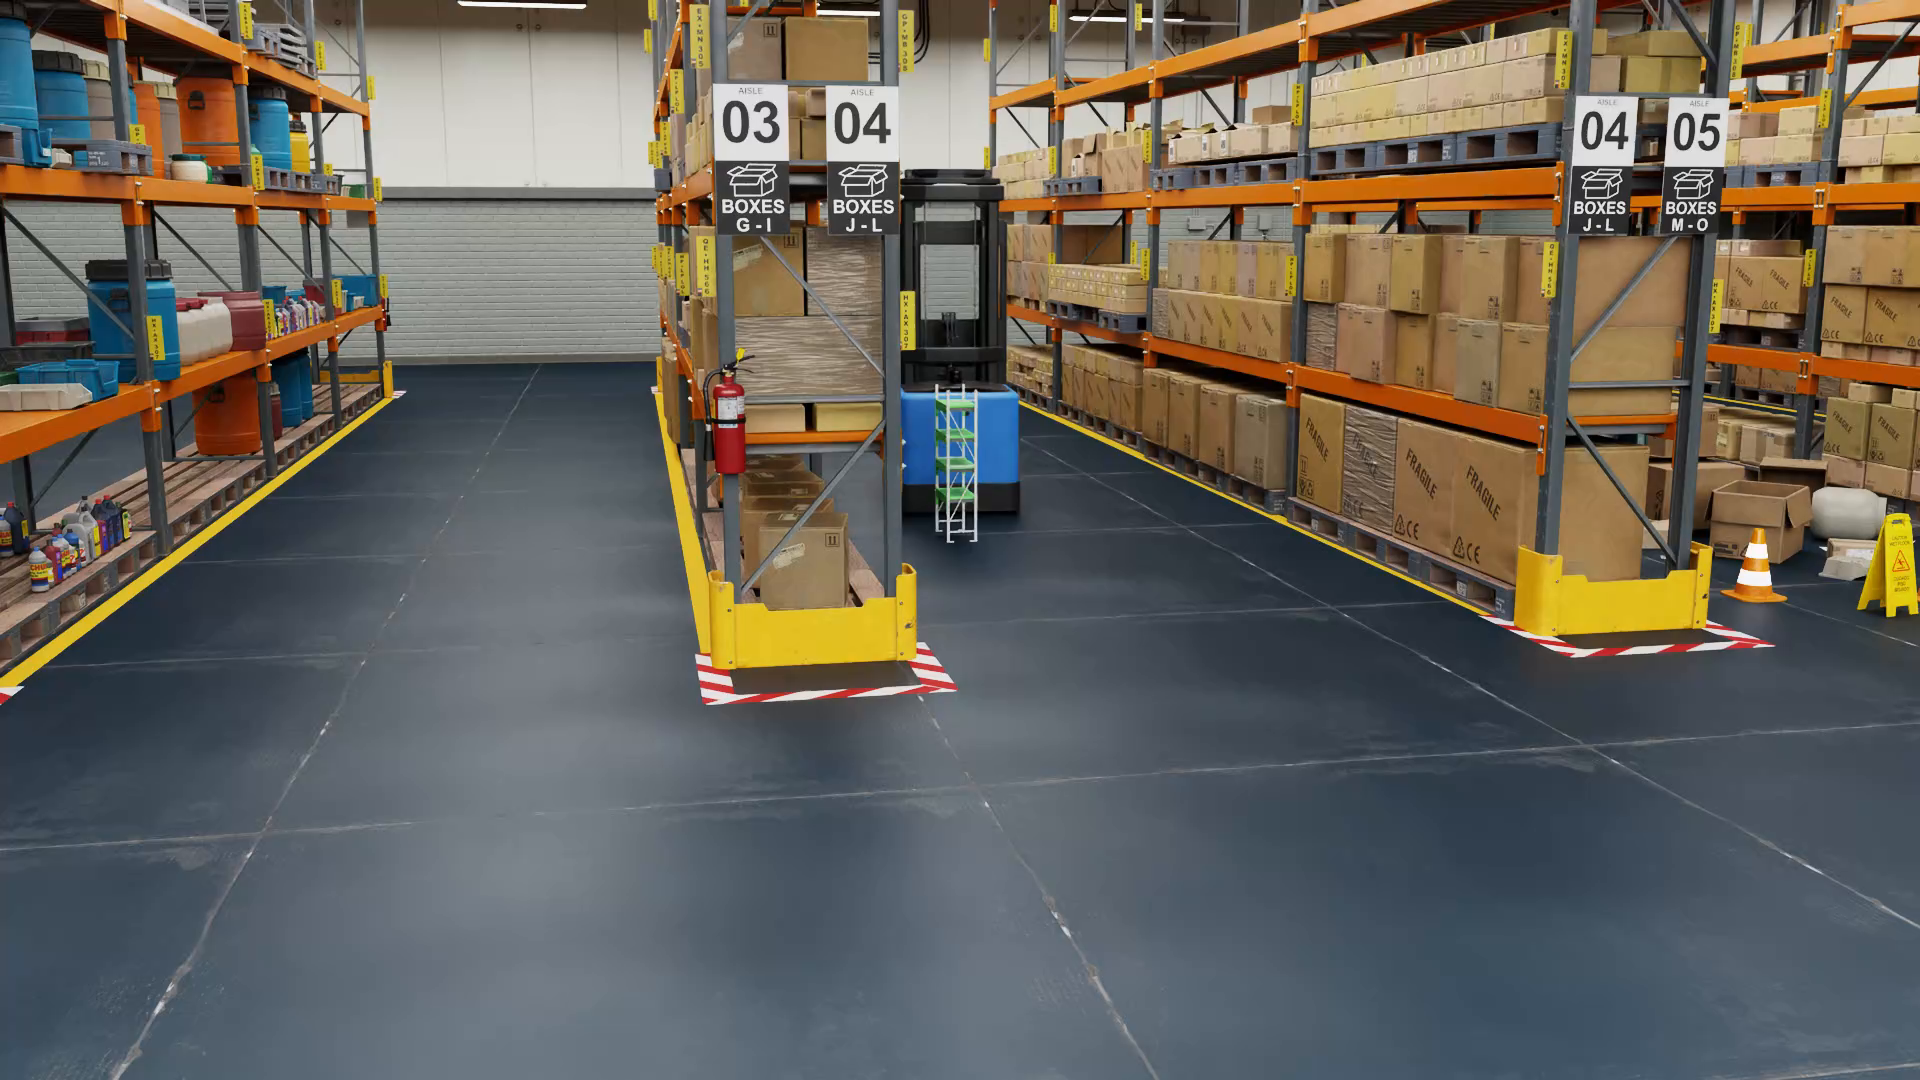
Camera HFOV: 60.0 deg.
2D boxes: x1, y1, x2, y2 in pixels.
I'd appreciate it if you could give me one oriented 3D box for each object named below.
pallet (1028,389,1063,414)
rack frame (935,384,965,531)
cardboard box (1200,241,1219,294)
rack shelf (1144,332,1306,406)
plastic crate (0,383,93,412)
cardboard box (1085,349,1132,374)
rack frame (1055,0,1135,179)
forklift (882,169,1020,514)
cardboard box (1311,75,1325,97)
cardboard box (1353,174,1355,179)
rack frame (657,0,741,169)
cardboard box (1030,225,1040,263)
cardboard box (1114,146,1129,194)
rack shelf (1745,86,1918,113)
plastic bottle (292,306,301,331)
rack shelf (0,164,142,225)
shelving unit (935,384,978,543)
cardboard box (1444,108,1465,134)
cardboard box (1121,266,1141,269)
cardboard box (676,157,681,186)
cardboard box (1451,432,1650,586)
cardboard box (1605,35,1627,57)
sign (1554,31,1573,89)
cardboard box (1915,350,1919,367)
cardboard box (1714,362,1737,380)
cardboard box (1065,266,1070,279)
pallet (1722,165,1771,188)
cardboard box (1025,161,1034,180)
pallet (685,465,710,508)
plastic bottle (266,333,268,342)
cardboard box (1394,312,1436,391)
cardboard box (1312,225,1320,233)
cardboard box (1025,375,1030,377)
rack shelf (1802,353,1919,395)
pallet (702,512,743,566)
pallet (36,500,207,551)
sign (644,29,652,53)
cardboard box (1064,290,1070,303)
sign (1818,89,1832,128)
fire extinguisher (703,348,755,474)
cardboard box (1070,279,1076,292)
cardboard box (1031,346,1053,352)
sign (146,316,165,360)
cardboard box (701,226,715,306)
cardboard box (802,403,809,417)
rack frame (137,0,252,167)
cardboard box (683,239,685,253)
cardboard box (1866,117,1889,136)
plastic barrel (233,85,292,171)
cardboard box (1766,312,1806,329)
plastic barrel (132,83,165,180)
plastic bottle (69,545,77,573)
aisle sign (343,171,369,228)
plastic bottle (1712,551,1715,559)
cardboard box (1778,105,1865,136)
[{"bbox_3d":[1.553,-1.896,22.593,1.003,0.211,1.213,-2,11,-11],"label":"pallet"},{"bbox_3d":[-0.080,-0.665,13.479,0.240,1.200,0.015,-2,11,-11],"label":"rack frame"},{"bbox_3d":[2.776,-2.681,16.319,0.700,0.500,0.500,-2,11,-12],"label":"cardboard box"},{"bbox_3d":[2.885,-1.690,15.977,1.077,0.370,4.000,-2,11,-11],"label":"rack shelf"},{"bbox_3d":[-5.905,-0.917,10.695,0.530,0.136,0.437,-2,11,-11],"label":"plastic crate"},{"bbox_3d":[1.804,-2.154,20.049,0.500,0.250,0.500,-2,11,-9],"label":"cardboard box"},{"bbox_3d":[1.719,-6.091,21.131,1.000,3.000,0.127,-2,11,-11],"label":"rack frame"},{"bbox_3d":[-0.147,-1.888,15.277,1.130,2.935,3.031,-1,11,-6],"label":"forklift"},{"bbox_3d":[3.012,-3.595,13.187,0.380,0.149,0.250,-2,11,-10],"label":"cardboard box"},{"bbox_3d":[6.021,-5.479,24.280,0.500,0.500,0.500,-2,11,-10],"label":"cardboard box"},{"bbox_3d":[-3.166,-5.929,20.281,1.000,3.000,0.127,-2,11,-11],"label":"rack frame"},{"bbox_3d":[1.256,-4.001,22.460,0.500,0.500,0.500,-2,11,-13],"label":"cardboard box"},{"bbox_3d":[2.026,-4.120,18.529,0.500,0.500,0.500,-2,11,-11],"label":"cardboard box"},{"bbox_3d":[11.812,-5.554,21.303,1.077,0.370,4.000,-2,11,-11],"label":"rack shelf"},{"bbox_3d":[-7.391,-2.454,18.398,0.152,0.276,0.135,-2,11,-11],"label":"plastic bottle"},{"bbox_3d":[-6.080,-2.088,10.046,1.077,0.370,4.000,-2,11,-11],"label":"rack shelf"},{"bbox_3d":[-0.032,-0.620,13.244,0.258,1.200,0.503,-2,11,-11],"label":"shelving unit"},{"bbox_3d":[3.457,-2.784,11.060,0.380,0.149,0.250,-2,11,-12],"label":"cardboard box"},{"bbox_3d":[2.185,-3.262,20.272,0.380,0.149,0.250,-2,11,-13],"label":"cardboard box"},{"bbox_3d":[-2.338,-3.365,15.231,0.500,0.250,0.500,-2,11,-10],"label":"cardboard box"},{"bbox_3d":[3.856,-0.227,10.929,0.875,0.875,0.875,-2,11,-11],"label":"cardboard box"},{"bbox_3d":[4.252,-3.059,10.372,0.380,0.149,0.250,-2,11,-11],"label":"cardboard box"},{"bbox_3d":[3.518,-2.795,9.682,0.100,0.325,0.005,-2,11,-11],"label":"sign"},{"bbox_3d":[8.135,-1.496,13.705,0.380,0.149,0.250,-2,11,-11],"label":"cardboard box"},{"bbox_3d":[11.526,-2.539,24.581,0.500,0.311,0.500,-2,11,-9],"label":"cardboard box"},{"bbox_3d":[1.498,-3.286,20.397,0.380,0.149,0.250,-2,11,-12],"label":"cardboard box"},{"bbox_3d":[7.890,-3.564,16.377,1.213,0.211,1.003,-2,11,-11],"label":"pallet"},{"bbox_3d":[1.184,-5.056,22.780,0.500,0.250,0.500,-2,11,-9],"label":"cardboard box"},{"bbox_3d":[-2.004,-0.512,15.321,1.003,0.211,1.213,-2,11,-11],"label":"pallet"},{"bbox_3d":[-7.028,-2.102,16.749,0.097,0.201,0.097,0,11,0],"label":"plastic bottle"},{"bbox_3d":[3.678,-1.386,12.056,0.875,0.550,0.500,-2,11,-11],"label":"cardboard box"},{"bbox_3d":[5.633,-4.762,25.520,0.380,0.149,0.250,-2,11,-9],"label":"cardboard box"},{"bbox_3d":[1.122,-2.249,23.493,0.380,0.149,0.250,-2,11,-10],"label":"cardboard box"},{"bbox_3d":[8.499,-1.155,13.166,1.077,0.370,4.000,-2,11,-11],"label":"rack shelf"},{"bbox_3d":[-1.445,-0.023,12.753,1.003,0.211,1.213,-2,11,-11],"label":"pallet"},{"bbox_3d":[-6.660,-0.107,13.196,1.003,0.211,1.213,-2,11,-11],"label":"pallet"},{"bbox_3d":[-4.490,-7.180,23.933,0.100,0.325,0.005,-2,11,-11],"label":"sign"},{"bbox_3d":[1.496,-2.995,20.459,0.380,0.149,0.250,-2,11,-10],"label":"cardboard box"},{"bbox_3d":[7.567,-3.775,14.551,0.100,0.325,0.005,-2,11,-11],"label":"sign"},{"bbox_3d":[-1.262,-0.705,9.087,0.296,0.674,0.183,-2,11,-11],"label":"fire extinguisher"},{"bbox_3d":[1.553,-3.092,20.173,0.380,0.149,0.250,-2,11,-9],"label":"cardboard box"},{"bbox_3d":[1.285,-2.839,25.003,0.380,0.149,0.250,-2,11,-10],"label":"cardboard box"},{"bbox_3d":[-5.927,-1.489,12.255,0.100,0.325,0.005,-2,11,-11],"label":"sign"},{"bbox_3d":[-1.379,-1.743,10.593,0.500,0.500,0.500,-2,11,-11],"label":"cardboard box"},{"bbox_3d":[-0.787,-0.857,10.347,0.380,0.149,0.250,-2,11,-11],"label":"cardboard box"},{"bbox_3d":[-7.247,-5.015,15.480,1.000,3.000,0.127,-2,11,-11],"label":"rack frame"},{"bbox_3d":[-2.776,-3.167,18.865,0.797,0.503,0.637,-2,11,-9],"label":"cardboard box"},{"bbox_3d":[7.931,-3.501,14.084,0.380,0.149,0.250,-2,11,-9],"label":"cardboard box"},{"bbox_3d":[-7.543,-4.421,17.913,0.600,0.901,0.708,-2,11,-11],"label":"plastic barrel"},{"bbox_3d":[7.740,-2.042,15.453,0.380,0.149,0.250,-2,11,-10],"label":"cardboard box"},{"bbox_3d":[-7.173,-3.474,14.257,0.600,0.830,0.708,-2,11,-11],"label":"plastic barrel"},{"bbox_3d":[-5.843,0.114,10.881,0.097,0.201,0.097,0,11,0],"label":"plastic bottle"},{"bbox_3d":[-8.529,-4.836,23.632,0.394,0.787,0.004,-2,11,-11],"label":"aisle sign"},{"bbox_3d":[5.522,0.096,12.526,0.133,0.061,0.283,-6,13,-31],"label":"plastic bottle"},{"bbox_3d":[7.873,-3.829,15.208,0.500,0.250,0.500,-2,11,-10],"label":"cardboard box"}]
